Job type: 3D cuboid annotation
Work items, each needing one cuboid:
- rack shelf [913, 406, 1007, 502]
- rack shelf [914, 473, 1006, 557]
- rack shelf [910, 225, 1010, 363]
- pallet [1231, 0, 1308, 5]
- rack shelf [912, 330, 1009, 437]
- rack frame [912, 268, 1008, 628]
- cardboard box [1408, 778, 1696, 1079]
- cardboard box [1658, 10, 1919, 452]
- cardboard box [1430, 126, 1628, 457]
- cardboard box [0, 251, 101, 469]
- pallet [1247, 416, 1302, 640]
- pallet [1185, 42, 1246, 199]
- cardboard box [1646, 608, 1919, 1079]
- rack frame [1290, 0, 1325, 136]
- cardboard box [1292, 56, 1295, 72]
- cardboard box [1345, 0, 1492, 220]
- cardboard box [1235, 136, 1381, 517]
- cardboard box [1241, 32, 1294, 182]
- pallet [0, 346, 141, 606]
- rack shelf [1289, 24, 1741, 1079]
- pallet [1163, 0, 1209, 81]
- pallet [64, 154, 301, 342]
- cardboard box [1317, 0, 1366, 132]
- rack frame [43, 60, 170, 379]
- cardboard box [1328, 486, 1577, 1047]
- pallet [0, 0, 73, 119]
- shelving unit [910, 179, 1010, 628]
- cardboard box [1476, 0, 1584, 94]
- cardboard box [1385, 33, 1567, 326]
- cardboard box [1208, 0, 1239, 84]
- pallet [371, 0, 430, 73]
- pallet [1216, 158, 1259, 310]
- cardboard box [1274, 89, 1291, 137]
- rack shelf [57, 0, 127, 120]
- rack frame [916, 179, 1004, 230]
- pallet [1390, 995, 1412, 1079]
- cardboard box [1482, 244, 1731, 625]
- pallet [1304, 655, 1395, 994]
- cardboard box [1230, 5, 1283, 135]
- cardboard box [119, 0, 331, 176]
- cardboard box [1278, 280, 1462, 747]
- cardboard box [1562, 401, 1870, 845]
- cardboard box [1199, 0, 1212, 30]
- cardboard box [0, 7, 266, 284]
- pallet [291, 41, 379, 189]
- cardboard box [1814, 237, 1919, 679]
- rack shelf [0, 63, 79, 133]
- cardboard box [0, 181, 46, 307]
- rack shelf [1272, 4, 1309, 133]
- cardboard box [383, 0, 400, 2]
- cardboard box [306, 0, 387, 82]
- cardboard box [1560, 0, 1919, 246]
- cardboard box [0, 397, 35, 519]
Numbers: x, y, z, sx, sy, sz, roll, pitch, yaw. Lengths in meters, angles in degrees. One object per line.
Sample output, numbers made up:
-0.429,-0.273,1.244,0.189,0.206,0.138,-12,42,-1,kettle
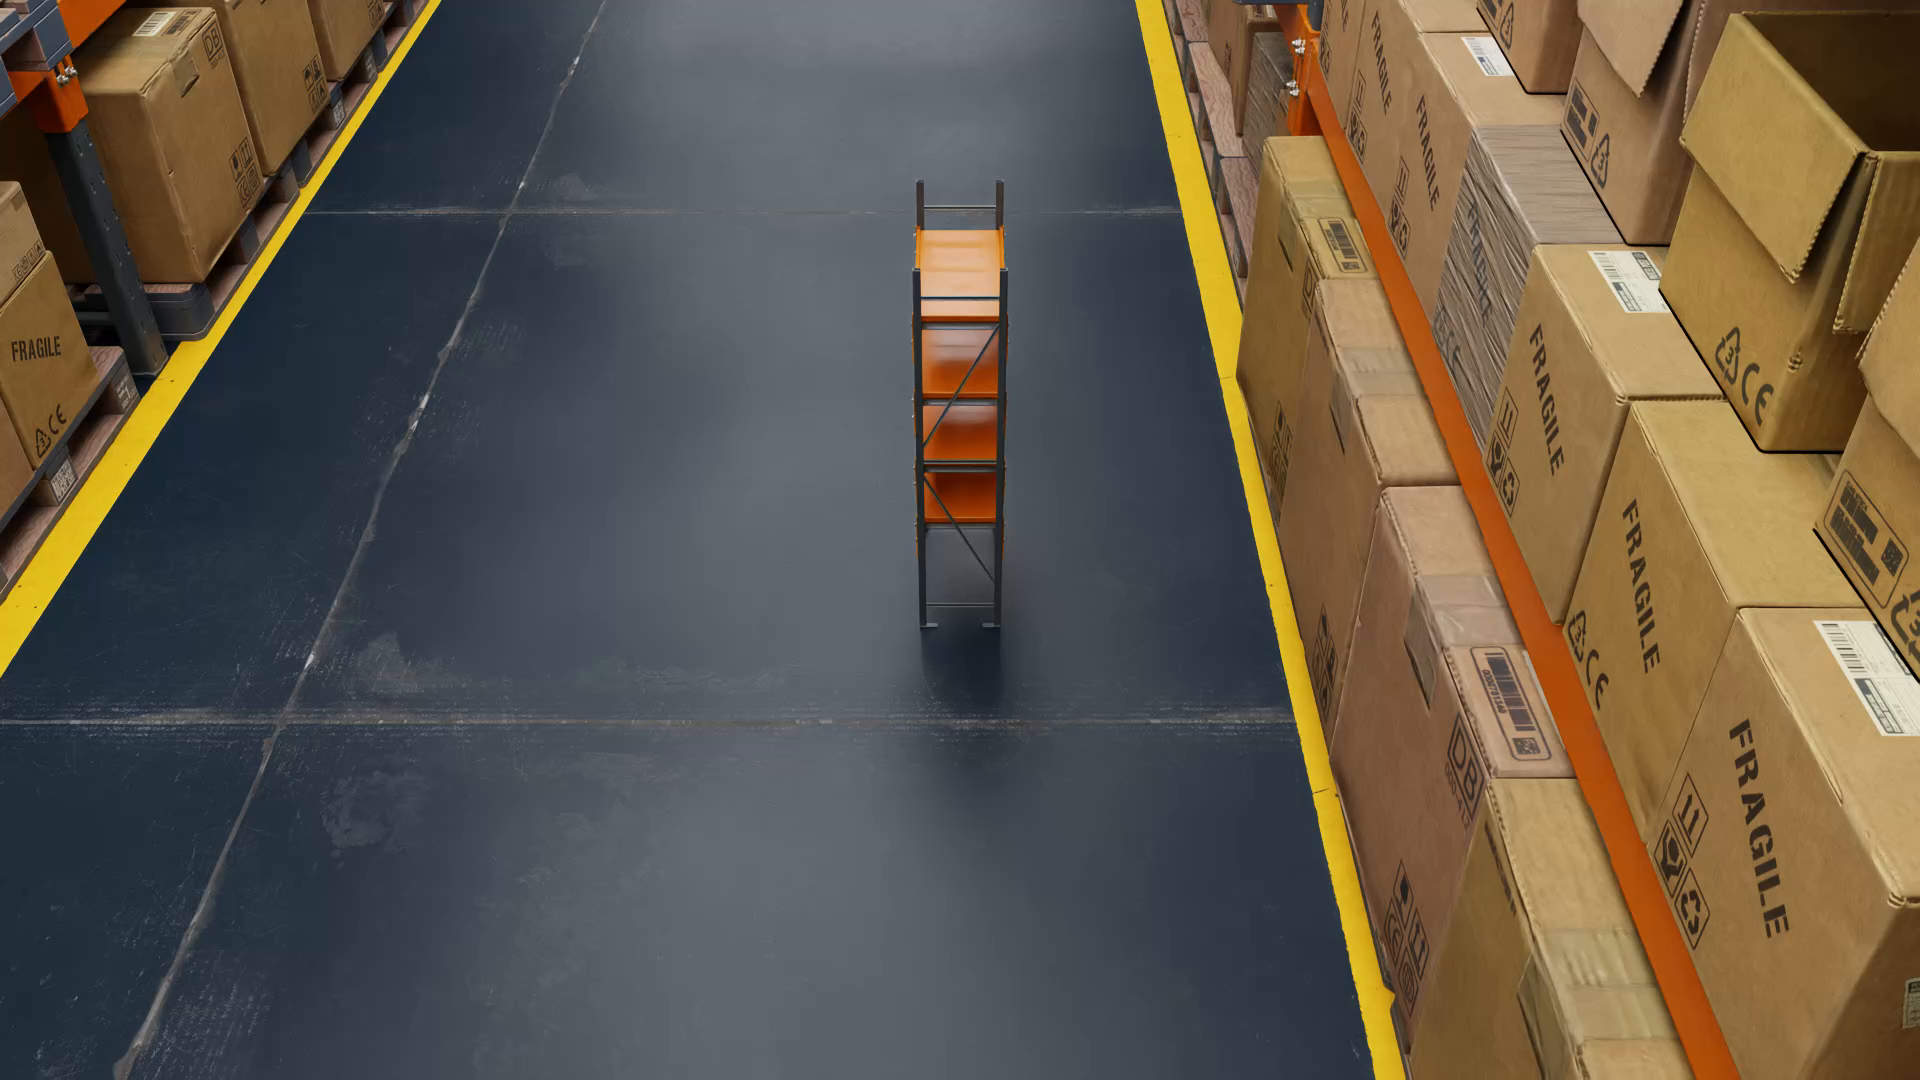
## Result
0.000,-0.312,4.788,0.258,0.148,0.480,0,39,0,rack shelf
0.000,-0.157,4.912,0.258,0.148,0.480,0,39,0,rack shelf
0.000,-0.671,4.500,0.258,0.148,0.480,0,39,0,rack shelf
1.468,-2.101,5.626,1.213,0.211,1.003,0,39,0,pallet
0.000,-0.487,4.648,0.258,0.148,0.480,0,39,0,rack shelf
0.000,-0.212,4.555,0.240,1.200,0.015,0,39,0,rack frame
1.560,1.036,2.922,1.225,0.875,0.875,0,39,0,cardboard box
1.582,-0.488,2.578,0.797,0.503,0.637,0,39,0,cardboard box
1.310,-0.510,3.407,0.500,0.500,0.500,0,39,0,cardboard box
-3.122,-0.567,5.222,0.500,0.500,0.500,0,39,0,cardboard box
1.501,-0.149,5.267,1.003,0.211,1.213,0,39,0,pallet
1.578,-1.892,7.442,1.003,0.211,1.213,0,39,0,pallet
1.307,0.440,2.222,0.500,0.500,0.500,0,39,0,cardboard box
1.576,-1.730,5.010,1.000,3.000,0.127,0,39,0,rack frame
1.534,-1.970,6.357,0.500,0.250,0.500,4,39,5,cardboard box
1.307,-1.143,4.197,0.500,0.500,0.500,-1,39,-1,cardboard box
1.556,-0.633,5.005,1.225,0.875,0.875,-2,39,-2,cardboard box
1.542,-1.692,6.610,0.700,0.500,0.500,-3,39,-4,cardboard box
-3.385,-0.213,5.347,1.003,0.211,1.213,0,39,0,pallet
1.578,-0.199,3.675,1.077,0.370,4.000,0,39,0,rack shelf
1.574,-2.657,8.396,1.003,0.211,1.213,0,39,0,pallet
-3.310,-1.195,6.572,1.003,0.211,1.213,0,39,0,pallet
1.304,-1.465,4.600,0.500,0.500,0.500,1,39,1,cardboard box
-3.384,-1.790,5.085,1.000,3.000,0.127,0,39,0,rack frame
1.558,0.477,3.619,1.225,0.875,0.875,-1,39,-2,cardboard box
-3.277,-1.269,4.589,1.213,0.211,1.003,0,39,0,pallet
0.000,-0.365,4.746,0.258,1.200,0.503,0,39,0,shelving unit
1.558,-1.296,3.586,0.797,0.503,0.637,1,39,1,cardboard box
1.311,-0.822,3.797,0.500,0.500,0.500,-1,39,-1,cardboard box
1.533,-2.396,7.488,0.700,0.500,0.500,-3,39,-4,cardboard box
-3.313,-2.721,8.476,1.003,0.211,1.213,0,39,0,pallet
1.576,-1.131,6.492,1.003,0.211,1.213,0,39,0,pallet
1.555,-1.345,6.177,0.700,0.500,0.500,-2,39,-2,cardboard box
-3.387,-2.760,6.870,1.077,0.370,4.000,0,39,0,rack shelf
0.000,-0.517,4.936,0.240,1.200,0.015,0,39,0,rack frame
1.504,1.377,3.363,1.003,0.211,1.213,0,39,0,pallet
1.306,-0.196,3.016,0.500,0.500,0.500,0,39,-1,cardboard box
1.500,0.612,4.317,1.003,0.211,1.213,0,39,0,pallet
1.534,-2.047,7.053,0.700,0.500,0.500,3,39,4,cardboard box
-3.299,-2.003,6.814,1.050,0.750,0.750,1,39,1,cardboard box
1.549,-0.076,4.309,1.225,0.875,0.875,0,39,0,cardboard box
1.313,0.130,2.609,0.500,0.500,0.500,1,39,1,cardboard box
1.532,-2.746,7.924,0.700,0.500,0.500,0,39,0,cardboard box
-3.295,-1.457,6.132,1.050,0.750,0.750,-1,39,-1,cardboard box
-3.308,-1.956,7.522,1.003,0.211,1.213,0,39,0,pallet
1.571,-0.059,2.042,0.797,0.503,0.637,-1,39,-1,cardboard box
-3.382,-0.258,3.749,1.077,0.370,4.000,0,39,0,rack shelf
-3.121,-0.843,4.967,0.500,0.250,0.500,-1,39,-1,cardboard box
1.573,-2.700,6.796,1.077,0.370,4.000,0,39,0,rack shelf
-3.298,-3.189,8.294,1.050,0.750,0.750,0,39,0,cardboard box
-3.301,-2.586,7.541,1.050,0.750,0.750,0,39,0,cardboard box
1.566,-0.877,3.063,0.797,0.503,0.637,1,39,1,cardboard box
-3.125,-0.242,4.817,0.500,0.500,0.500,1,39,2,cardboard box
